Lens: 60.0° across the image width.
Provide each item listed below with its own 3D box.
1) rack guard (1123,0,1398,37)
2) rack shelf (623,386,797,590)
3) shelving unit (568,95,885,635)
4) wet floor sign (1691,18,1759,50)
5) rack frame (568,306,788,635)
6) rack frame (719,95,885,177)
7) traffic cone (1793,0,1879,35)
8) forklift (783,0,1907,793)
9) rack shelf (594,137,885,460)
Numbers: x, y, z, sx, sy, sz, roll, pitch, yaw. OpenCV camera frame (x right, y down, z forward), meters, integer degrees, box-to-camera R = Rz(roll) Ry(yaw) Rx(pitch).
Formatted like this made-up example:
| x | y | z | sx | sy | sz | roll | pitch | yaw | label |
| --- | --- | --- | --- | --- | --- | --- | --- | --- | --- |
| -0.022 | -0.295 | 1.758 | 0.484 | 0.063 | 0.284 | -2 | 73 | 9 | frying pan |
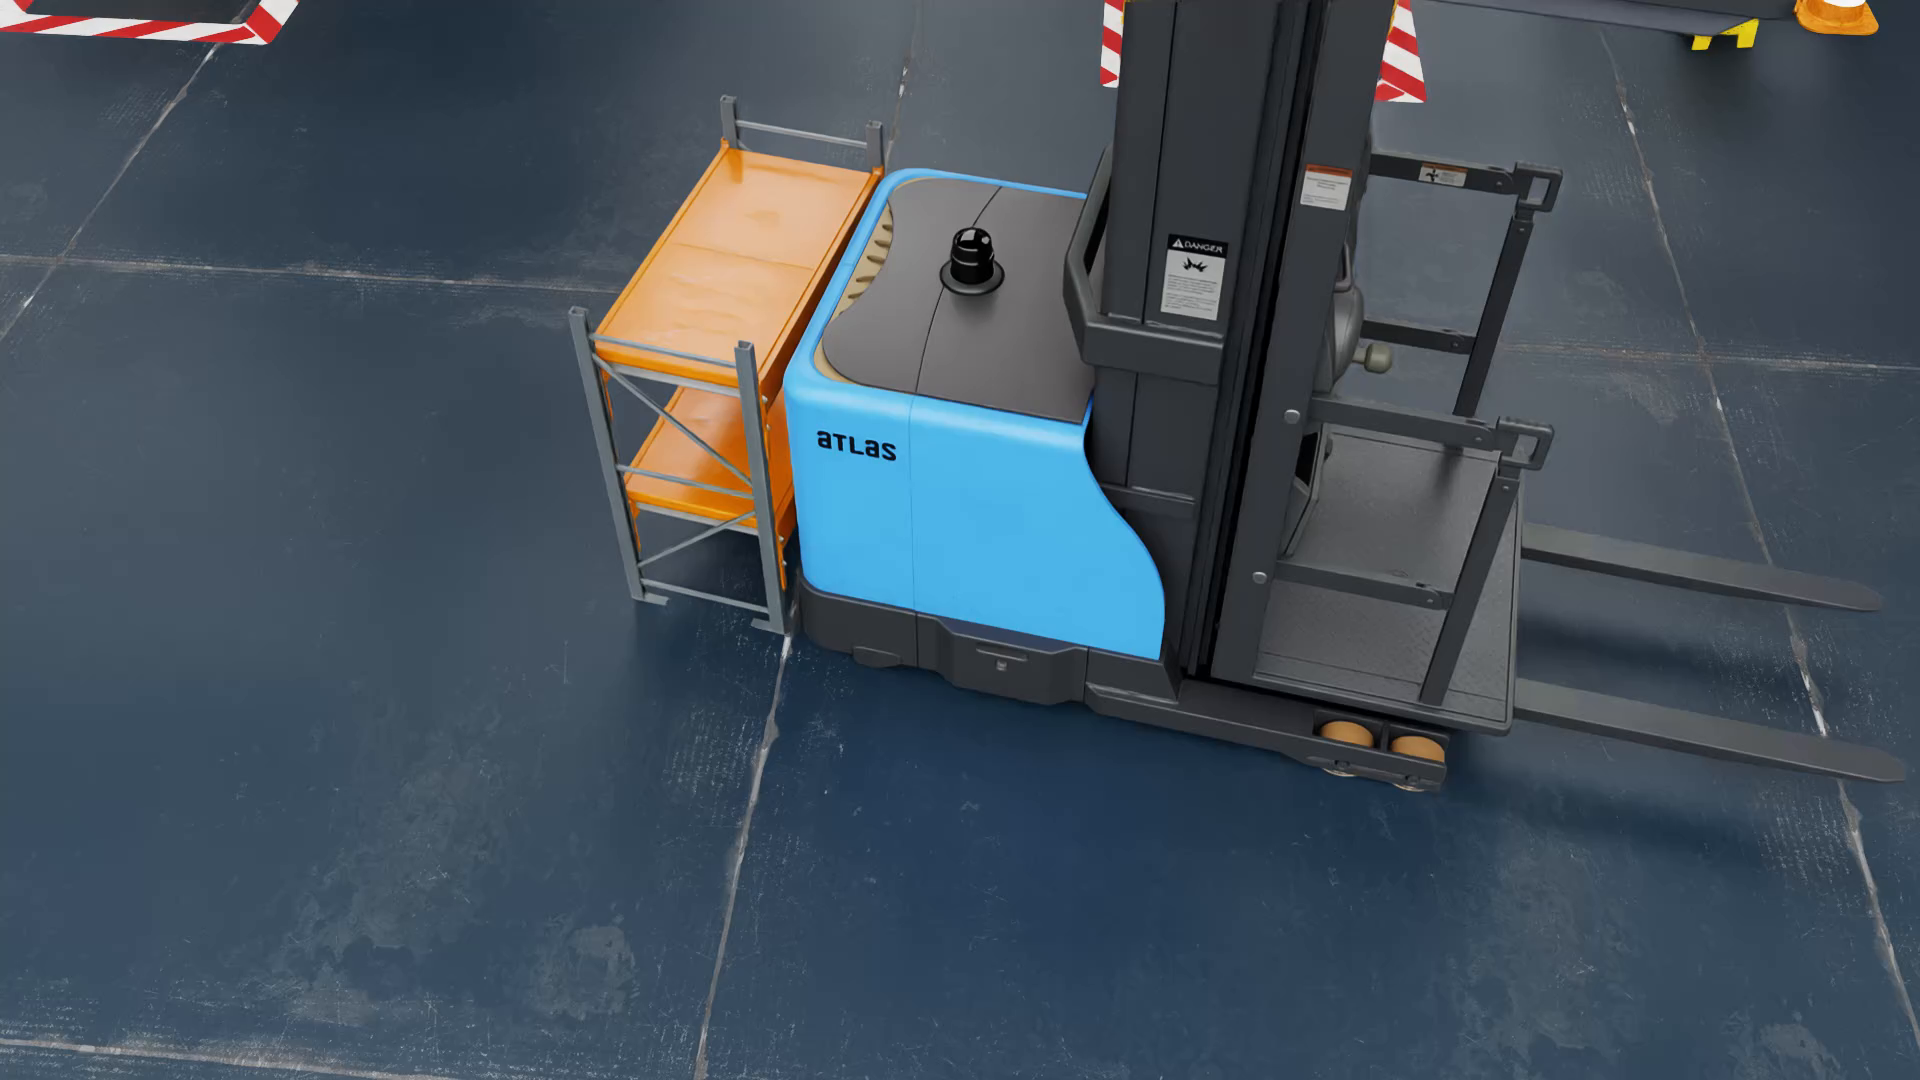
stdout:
| x | y | z | sx | sy | sz | roll | pitch | yaw | label |
| --- | --- | --- | --- | --- | --- | --- | --- | --- | --- |
| 1.316 | -2.514 | 7.211 | 1.175 | 0.500 | 0.348 | 4 | 48 | 4 | rack guard |
| -0.615 | -0.353 | 5.142 | 0.538 | 0.278 | 1.000 | 13 | 49 | 11 | rack shelf |
| -0.615 | -0.518 | 4.961 | 0.538 | 1.125 | 1.048 | 13 | 49 | 11 | shelving unit |
| 3.287 | -2.426 | 7.032 | 0.267 | 0.644 | 0.232 | -4 | 48 | -3 | wet floor sign |
| -0.762 | -0.159 | 4.633 | 0.500 | 1.125 | 0.032 | 13 | 49 | 11 | rack frame |
| -0.468 | -0.877 | 5.290 | 0.500 | 1.125 | 0.032 | 13 | 49 | 11 | rack frame |
| 3.875 | -2.488 | 7.212 | 0.336 | 0.463 | 0.334 | 4 | 48 | 4 | traffic cone |
| 1.110 | -0.730 | 3.931 | 3.031 | 2.935 | 1.130 | 11 | 49 | 10 | forklift |
| -0.615 | -0.715 | 4.745 | 0.538 | 0.278 | 1.000 | 13 | 49 | 11 | rack shelf |
